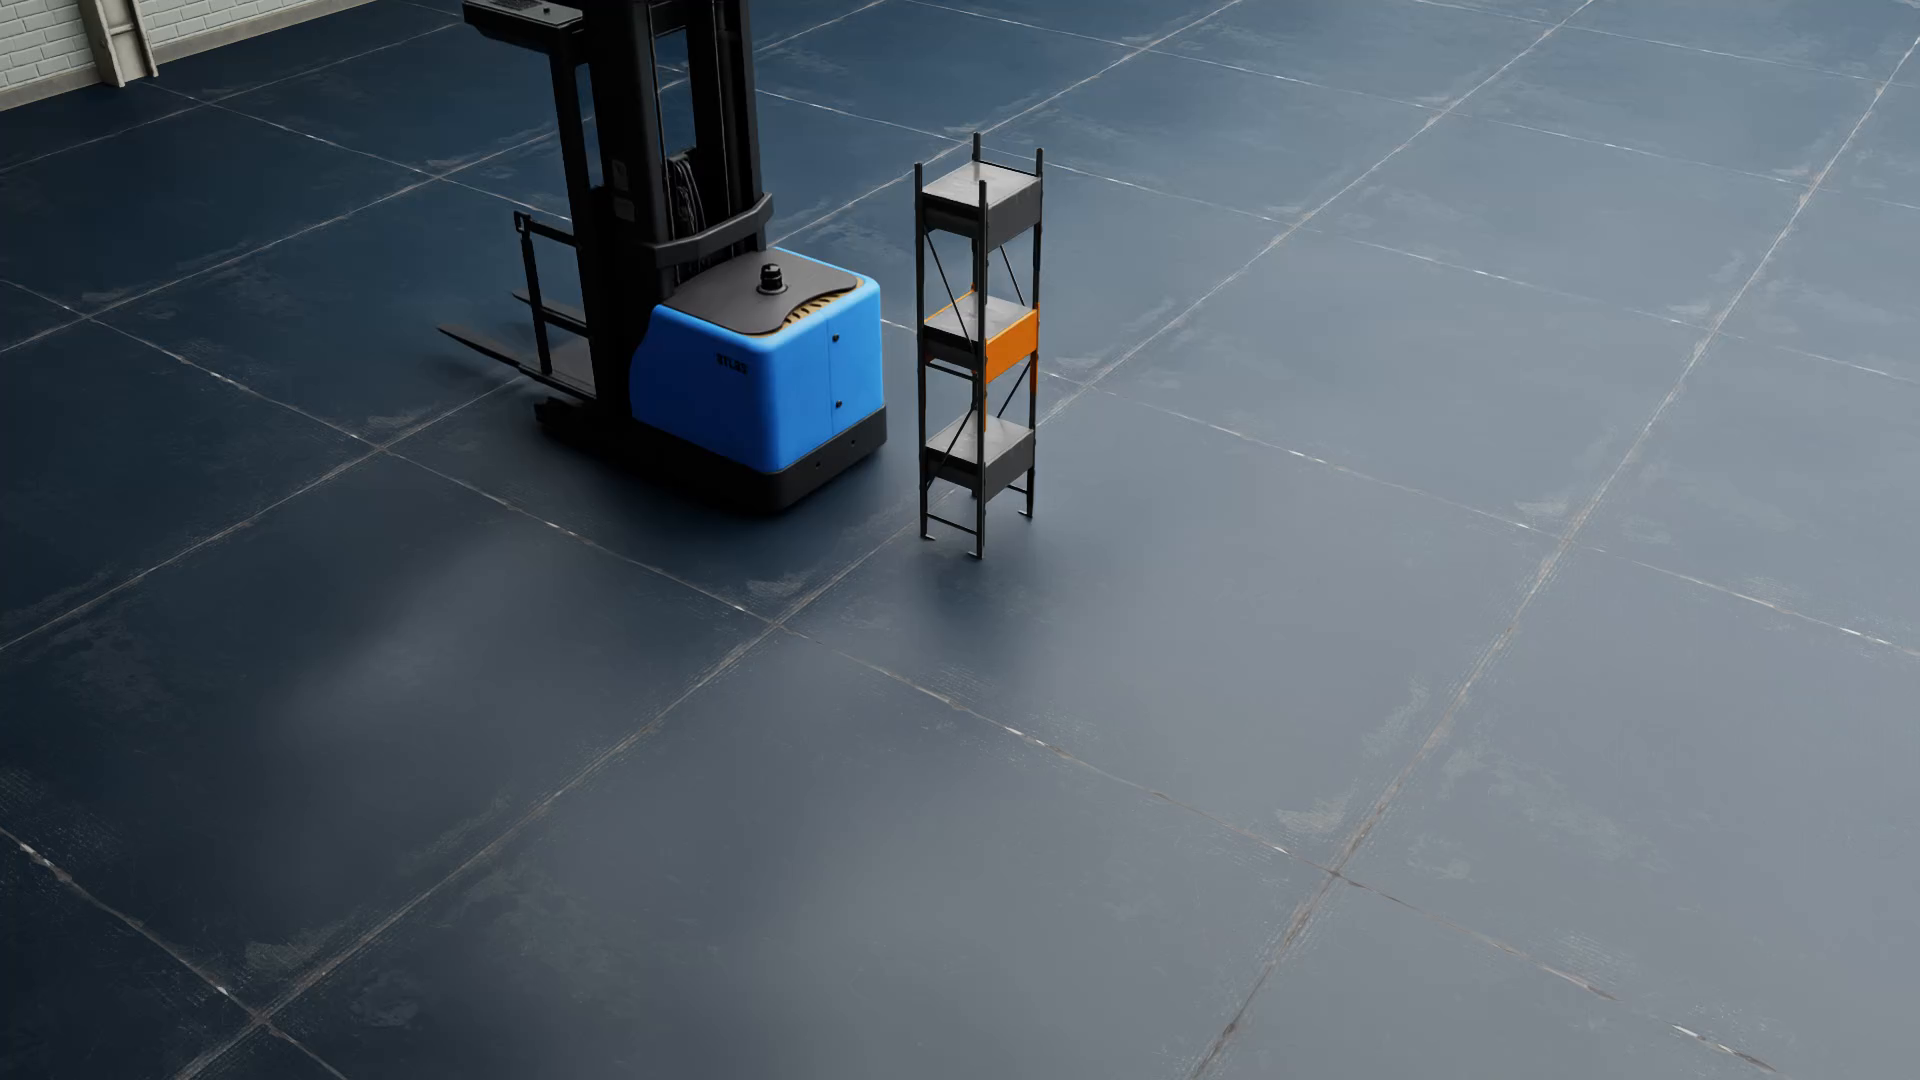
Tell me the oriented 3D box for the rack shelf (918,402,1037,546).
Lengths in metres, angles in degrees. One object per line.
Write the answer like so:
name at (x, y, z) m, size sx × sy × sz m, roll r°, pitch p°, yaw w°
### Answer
rack shelf at (0.094, -0.355, 8.850) m, size 0.431 × 0.518 × 0.480 m, roll 21°, pitch 39°, yaw 28°

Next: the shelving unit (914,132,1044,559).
shelving unit at (0.094, -0.946, 8.450) m, size 0.431 × 2.100 × 0.503 m, roll 21°, pitch 39°, yaw 28°

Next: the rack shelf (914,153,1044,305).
rack shelf at (0.094, -1.515, 8.066) m, size 0.431 × 0.518 × 0.480 m, roll 21°, pitch 39°, yaw 28°

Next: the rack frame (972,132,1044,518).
rack frame at (0.234, -1.058, 8.616) m, size 0.400 × 2.100 × 0.015 m, roll 21°, pitch 39°, yaw 28°

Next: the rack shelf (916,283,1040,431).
rack shelf at (0.094, -0.935, 8.458) m, size 0.431 × 0.518 × 0.480 m, roll 21°, pitch 39°, yaw 28°

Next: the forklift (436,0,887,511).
forklift at (-1.907, -2.028, 9.307) m, size 3.031 × 2.935 × 1.130 m, roll 23°, pitch 40°, yaw 30°

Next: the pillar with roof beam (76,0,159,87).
pillar with roof beam at (-4.029, -6.561, 10.595) m, size 9.100 × 9.000 × 0.400 m, roll 21°, pitch 39°, yaw 28°

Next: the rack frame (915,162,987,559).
rack frame at (-0.045, -0.834, 8.284) m, size 0.400 × 2.100 × 0.015 m, roll 21°, pitch 39°, yaw 28°
